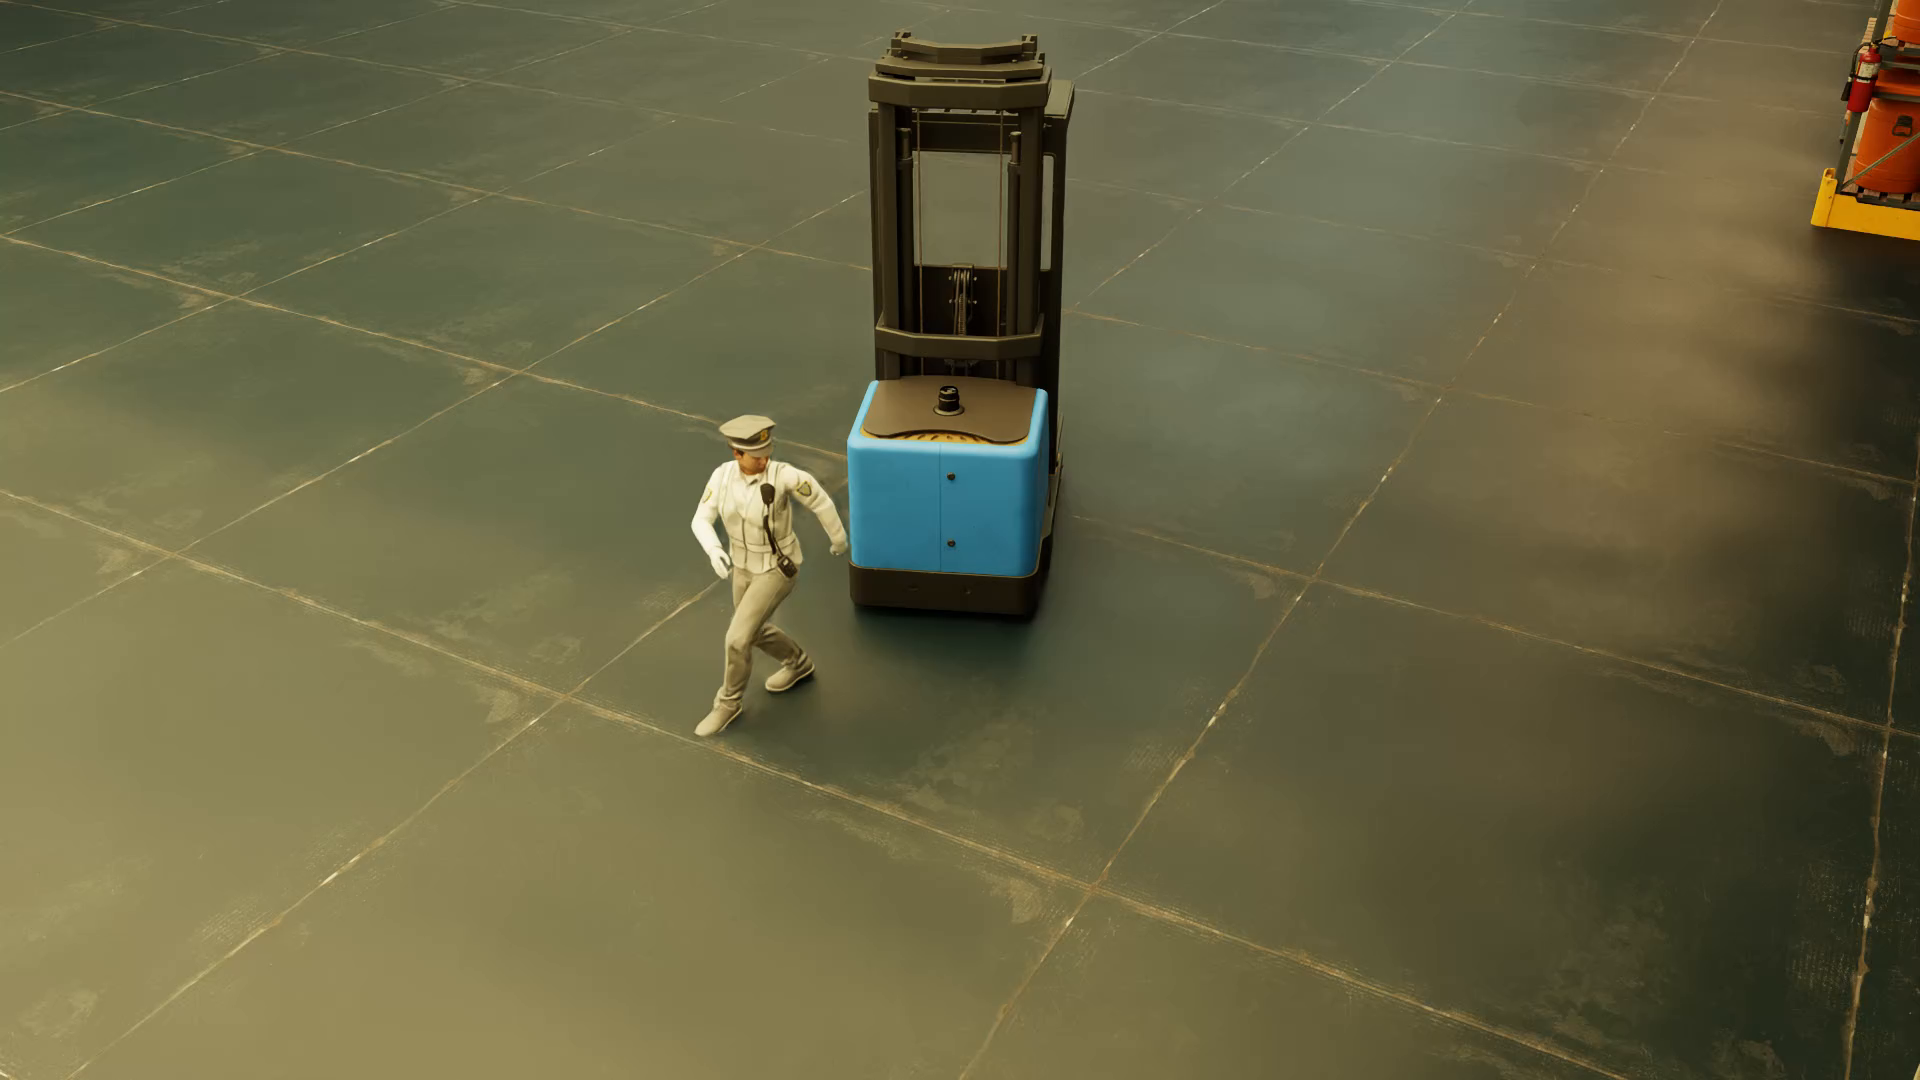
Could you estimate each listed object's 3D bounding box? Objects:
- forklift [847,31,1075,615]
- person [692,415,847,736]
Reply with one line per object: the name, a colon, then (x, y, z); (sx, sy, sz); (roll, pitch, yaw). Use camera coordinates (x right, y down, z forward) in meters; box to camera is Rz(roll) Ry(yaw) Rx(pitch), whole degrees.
forklift: (0.072, -1.572, 9.794); (1.130, 2.935, 3.031); (3, 30, 6)
person: (-0.998, 0.150, 8.181); (0.520, 1.625, 0.873); (24, 38, 36)
